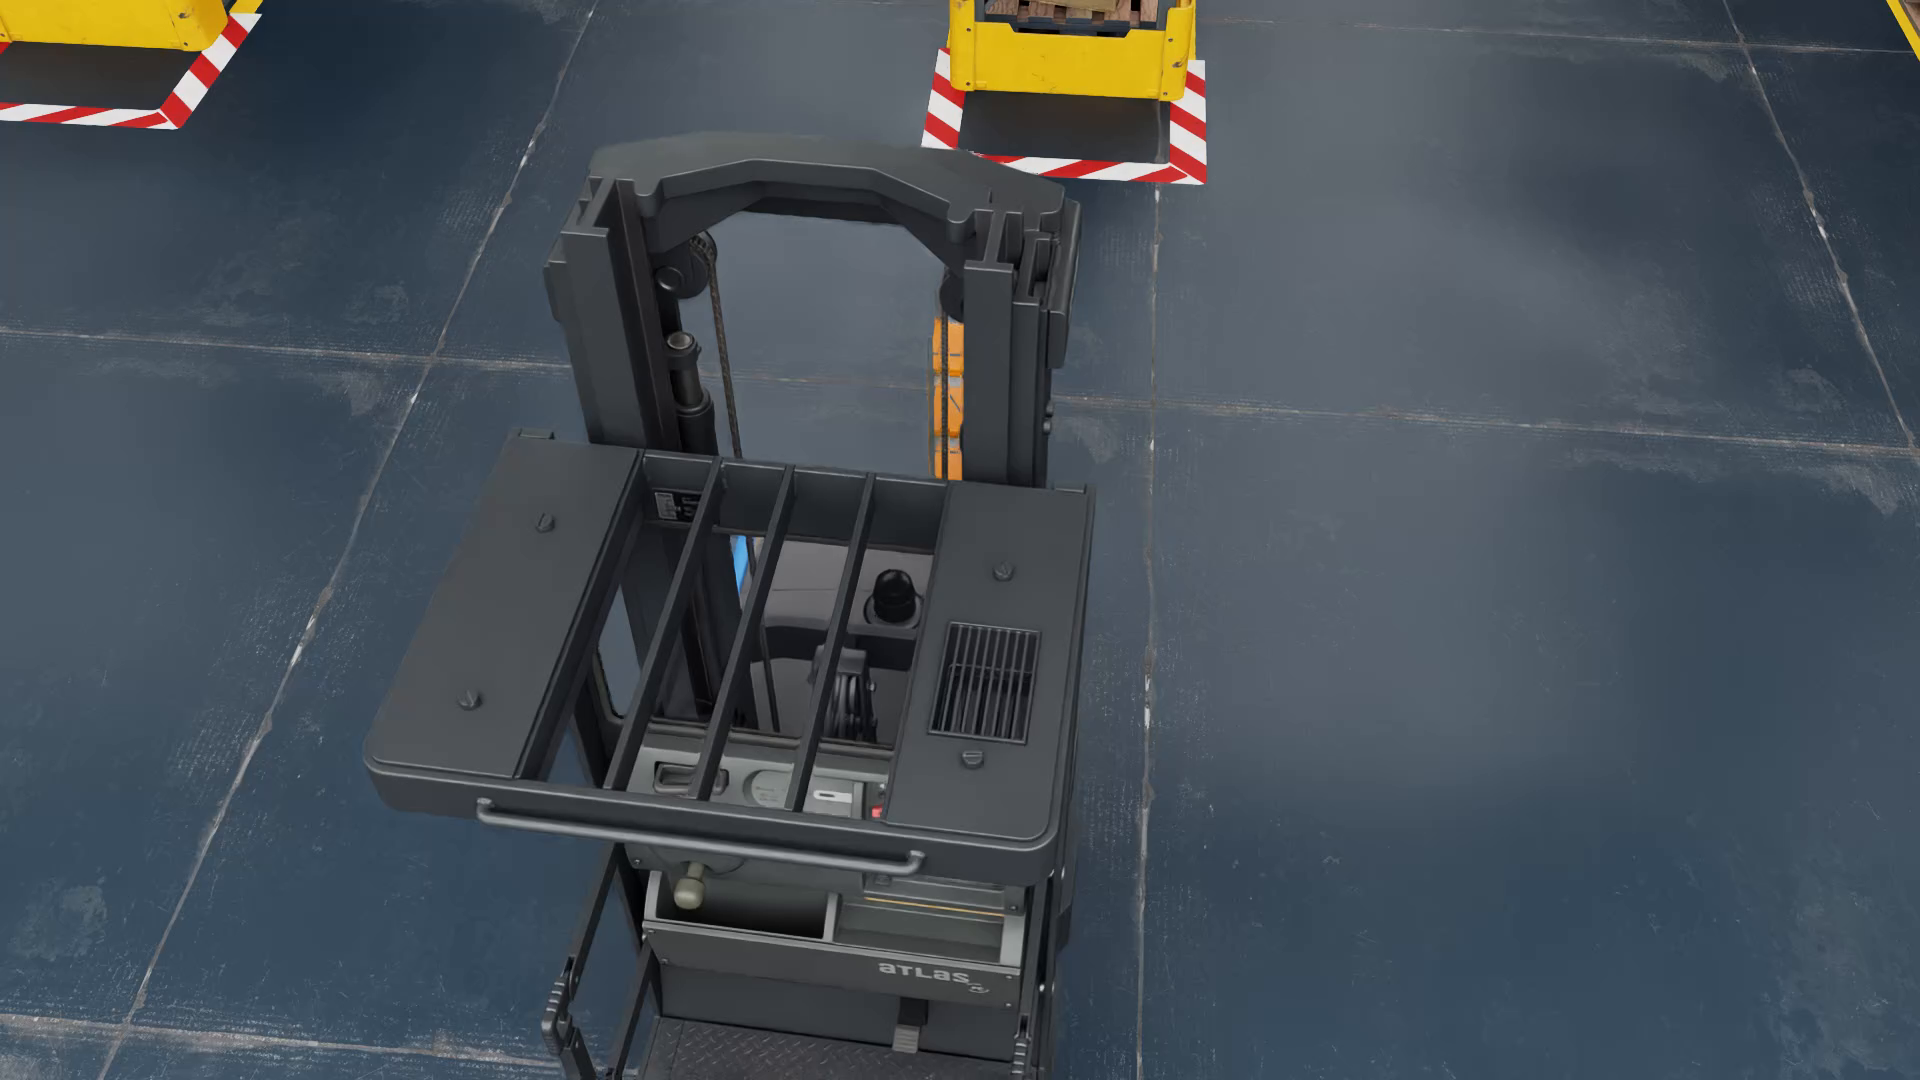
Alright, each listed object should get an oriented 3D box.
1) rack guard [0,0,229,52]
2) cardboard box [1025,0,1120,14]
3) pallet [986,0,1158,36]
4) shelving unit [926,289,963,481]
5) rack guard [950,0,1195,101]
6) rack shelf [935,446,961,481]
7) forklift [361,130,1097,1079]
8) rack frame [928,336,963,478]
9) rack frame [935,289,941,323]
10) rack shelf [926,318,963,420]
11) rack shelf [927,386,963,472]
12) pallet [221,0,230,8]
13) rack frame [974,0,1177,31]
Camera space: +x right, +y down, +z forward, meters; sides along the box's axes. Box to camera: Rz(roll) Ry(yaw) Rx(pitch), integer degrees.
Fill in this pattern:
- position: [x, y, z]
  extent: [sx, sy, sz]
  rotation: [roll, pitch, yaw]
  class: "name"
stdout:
- position: [-4.436, -2.841, 8.510]
  extent: [1.175, 0.500, 0.348]
  rotation: [4, 48, 4]
  class: "rack guard"
- position: [0.609, -3.049, 8.415]
  extent: [0.500, 0.500, 0.500]
  rotation: [12, 49, 11]
  class: "cardboard box"
- position: [0.652, -3.002, 8.853]
  extent: [1.003, 0.211, 1.213]
  rotation: [4, 48, 4]
  class: "pallet"
- position: [0.005, -0.394, 5.899]
  extent: [0.215, 1.050, 0.252]
  rotation: [4, 48, 4]
  class: "shelving unit"
- position: [0.543, -2.505, 8.202]
  extent: [1.175, 0.500, 0.348]
  rotation: [4, 48, 4]
  class: "rack guard"
- position: [0.005, -0.199, 6.111]
  extent: [0.215, 0.259, 0.240]
  rotation: [4, 48, 4]
  class: "rack shelf"
- position: [-0.334, 0.762, 3.566]
  extent: [1.130, 2.935, 3.031]
  rotation: [6, 48, 5]
  class: "forklift"
- position: [-0.006, -0.304, 5.817]
  extent: [0.200, 1.050, 0.008]
  rotation: [4, 48, 4]
  class: "rack frame"
- position: [0.016, -0.483, 5.981]
  extent: [0.200, 1.050, 0.008]
  rotation: [4, 48, 4]
  class: "rack frame"
- position: [0.005, -0.578, 5.697]
  extent: [0.215, 0.259, 0.240]
  rotation: [4, 48, 4]
  class: "rack shelf"
- position: [0.005, -0.386, 5.906]
  extent: [0.215, 0.259, 0.240]
  rotation: [4, 48, 4]
  class: "rack shelf"
- position: [-4.357, -3.340, 9.162]
  extent: [1.003, 0.211, 1.213]
  rotation: [4, 48, 4]
  class: "pallet"
- position: [0.536, -3.293, 7.229]
  extent: [1.000, 3.000, 0.127]
  rotation: [4, 48, 4]
  class: "rack frame"
